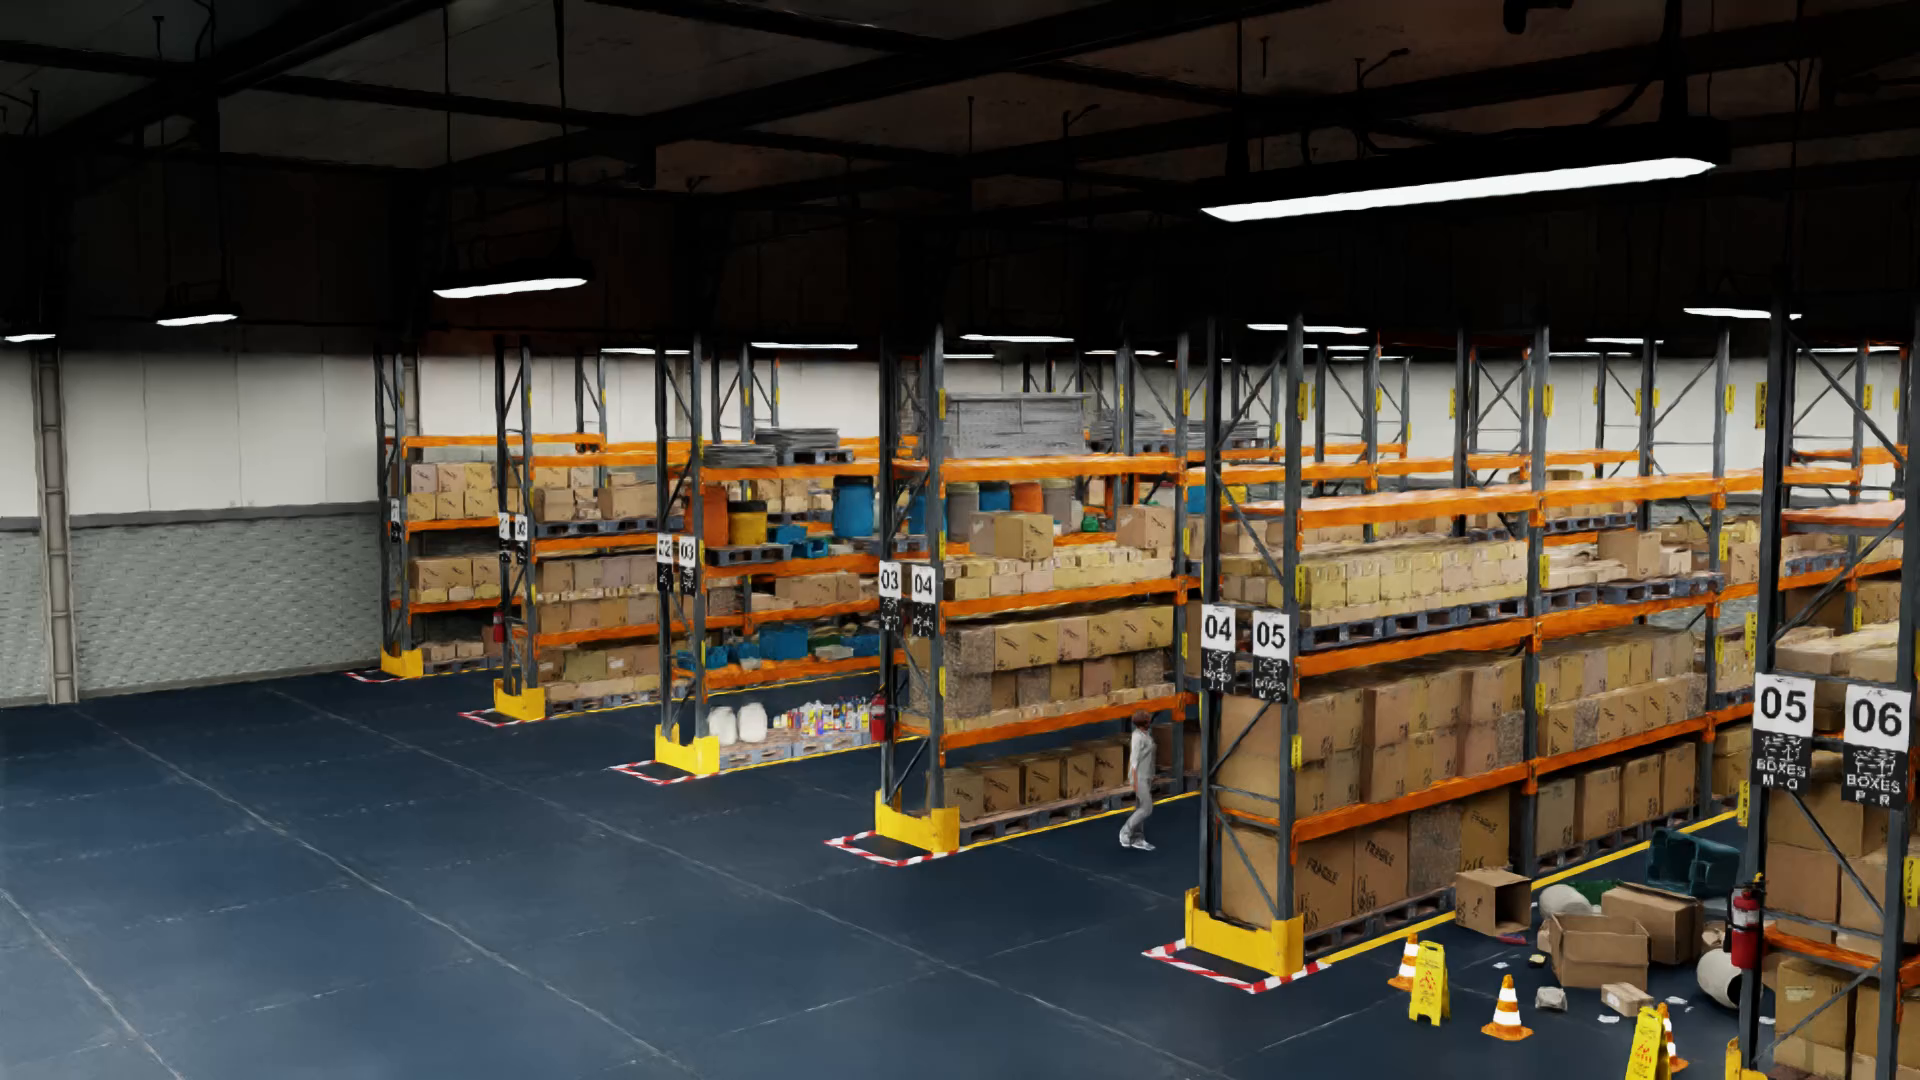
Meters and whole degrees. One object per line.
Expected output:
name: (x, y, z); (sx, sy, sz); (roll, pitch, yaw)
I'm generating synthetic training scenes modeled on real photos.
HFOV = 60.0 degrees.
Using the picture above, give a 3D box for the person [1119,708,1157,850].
person: (1.999, 2.678, 18.608); (0.407, 1.594, 0.458); (2, 6, 21)

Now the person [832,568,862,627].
person: (-2.267, 1.350, 33.163); (1.083, 1.557, 0.450); (-4, 7, -38)
